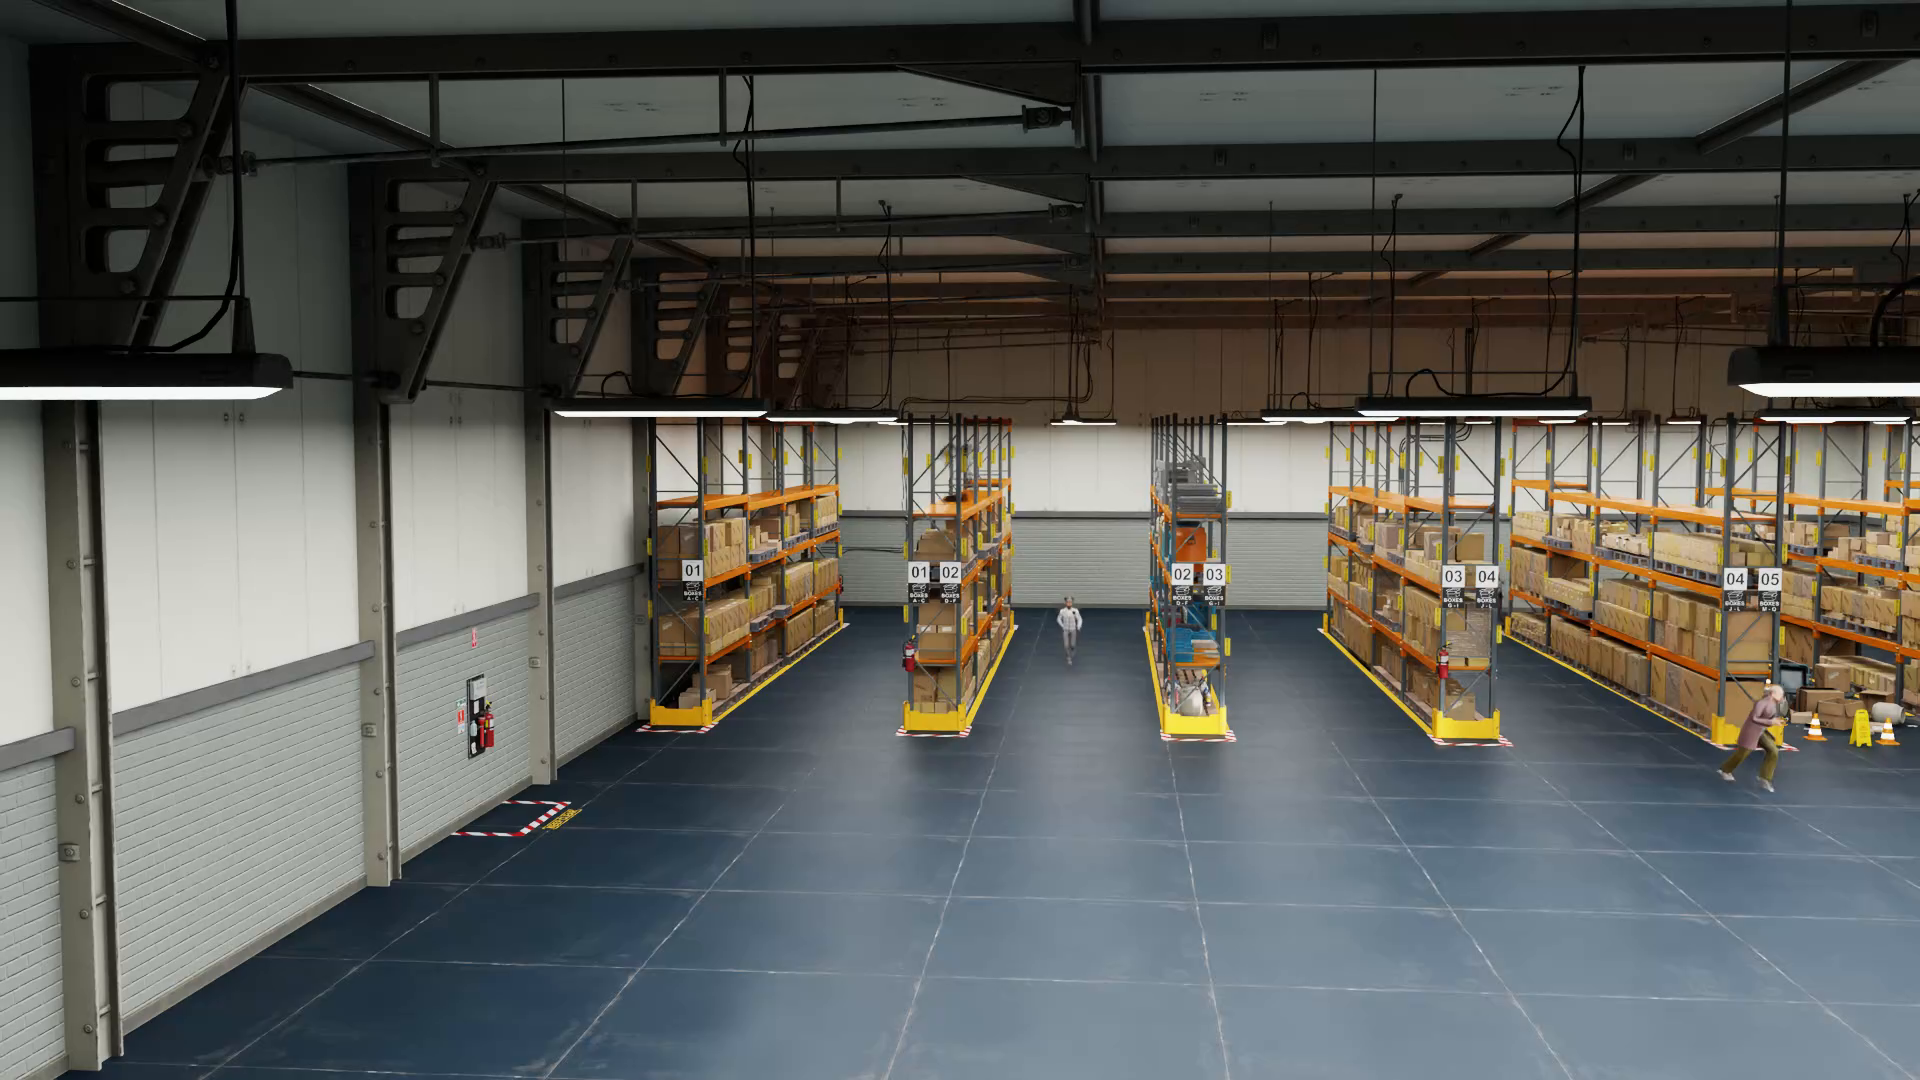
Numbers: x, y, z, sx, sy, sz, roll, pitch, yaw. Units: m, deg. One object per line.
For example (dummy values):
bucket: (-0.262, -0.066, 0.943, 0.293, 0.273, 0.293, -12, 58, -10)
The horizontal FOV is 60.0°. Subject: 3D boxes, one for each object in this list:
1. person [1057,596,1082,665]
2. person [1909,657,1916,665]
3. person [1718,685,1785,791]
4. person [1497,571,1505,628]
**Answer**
person: (2.656, 2.193, 40.355, 0.616, 1.660, 0.541, 0, 4, 4)
person: (21.409, 2.423, 36.978, 0.586, 1.670, 0.864, 0, 4, 0)
person: (12.639, 3.131, 26.510, 0.753, 1.736, 1.071, -3, 5, -37)
person: (15.158, 1.696, 47.022, 0.856, 1.728, 0.689, -1, 4, -14)
